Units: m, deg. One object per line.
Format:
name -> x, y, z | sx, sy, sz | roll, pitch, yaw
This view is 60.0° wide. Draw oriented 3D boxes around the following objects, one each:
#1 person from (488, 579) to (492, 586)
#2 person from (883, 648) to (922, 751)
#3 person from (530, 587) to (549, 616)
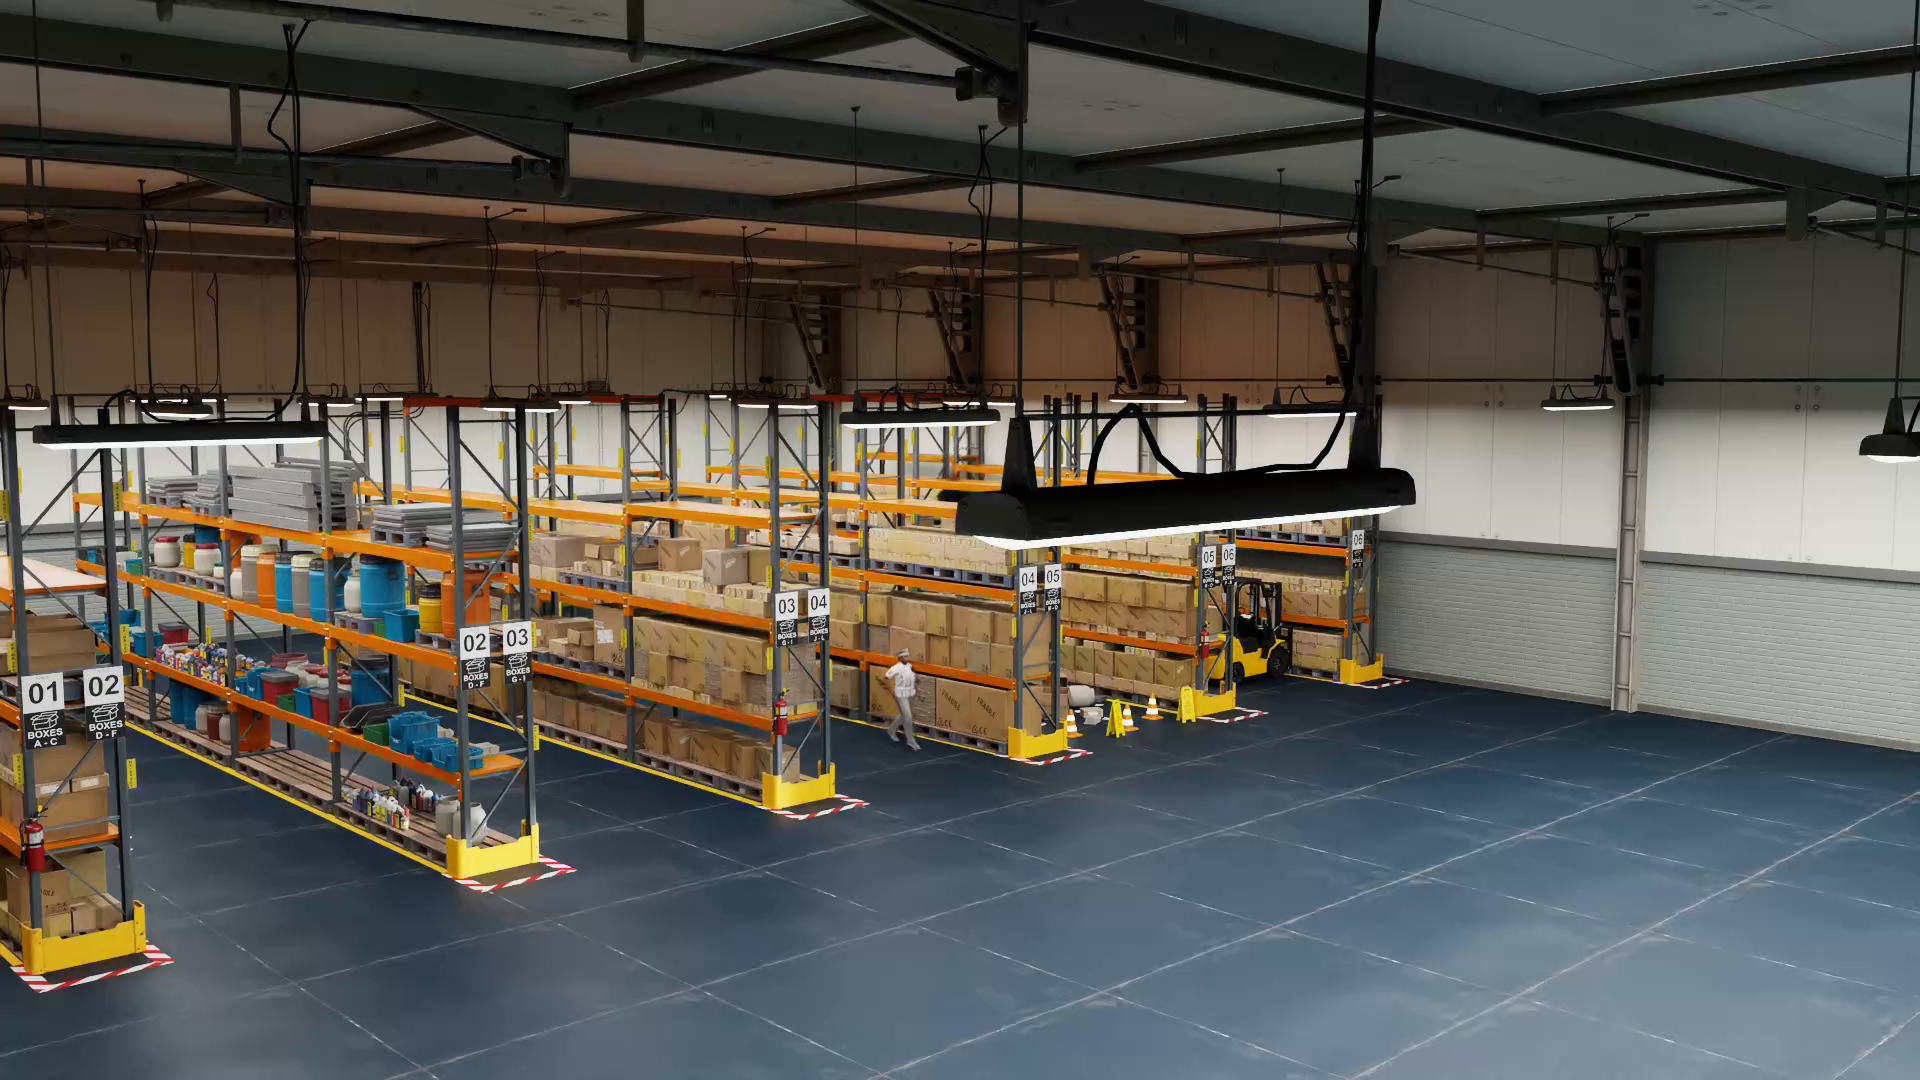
person -> -11.087, 1.740, 38.631 | 0.733, 1.721, 0.838 | 1, 6, 10
person -> -0.972, 2.706, 28.619 | 0.885, 1.721, 0.562 | 4, 7, 38
person -> -10.294, 1.499, 40.881 | 0.908, 1.809, 0.669 | -5, 7, -39
